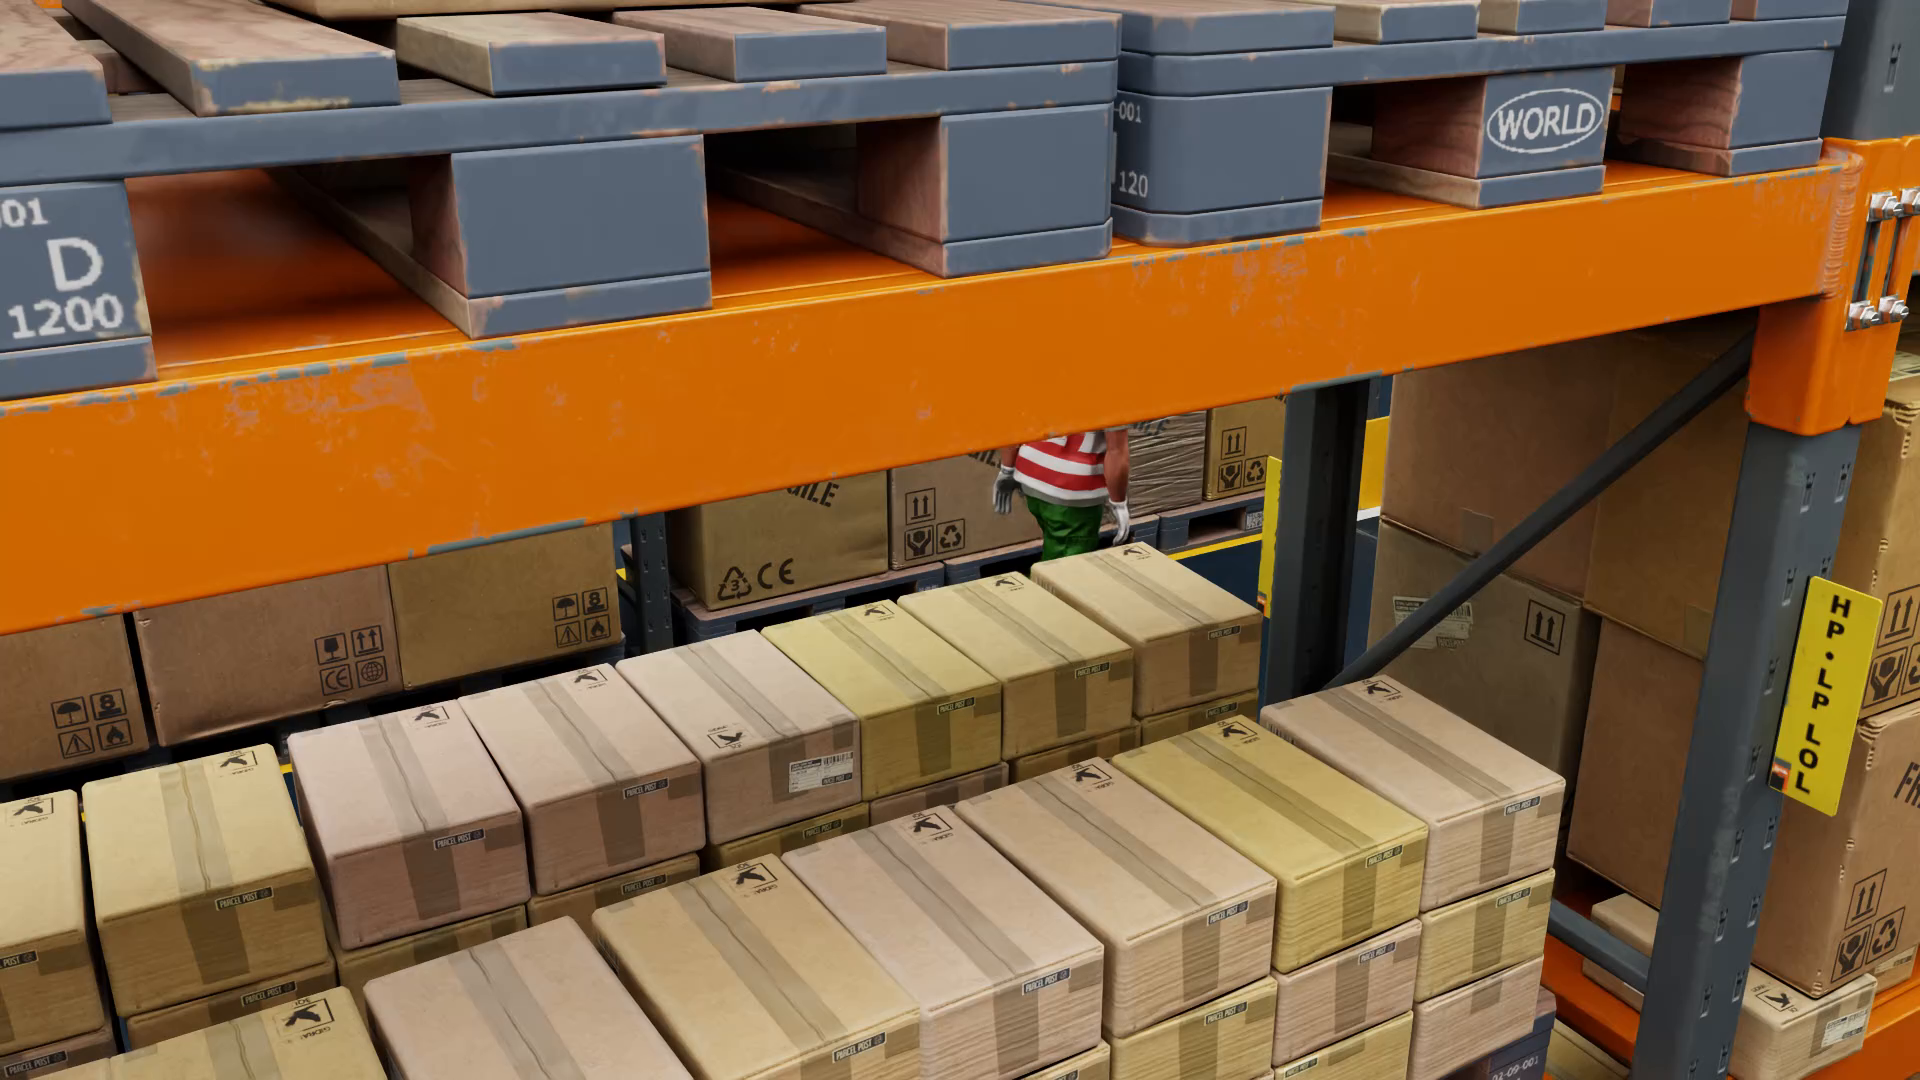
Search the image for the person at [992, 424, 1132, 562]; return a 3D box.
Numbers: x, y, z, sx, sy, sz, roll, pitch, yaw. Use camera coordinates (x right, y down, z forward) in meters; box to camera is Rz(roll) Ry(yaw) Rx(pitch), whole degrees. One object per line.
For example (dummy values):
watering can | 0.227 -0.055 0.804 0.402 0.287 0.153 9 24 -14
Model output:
person | 0.411 -0.177 6.475 0.528 1.784 0.580 -16 27 -35
